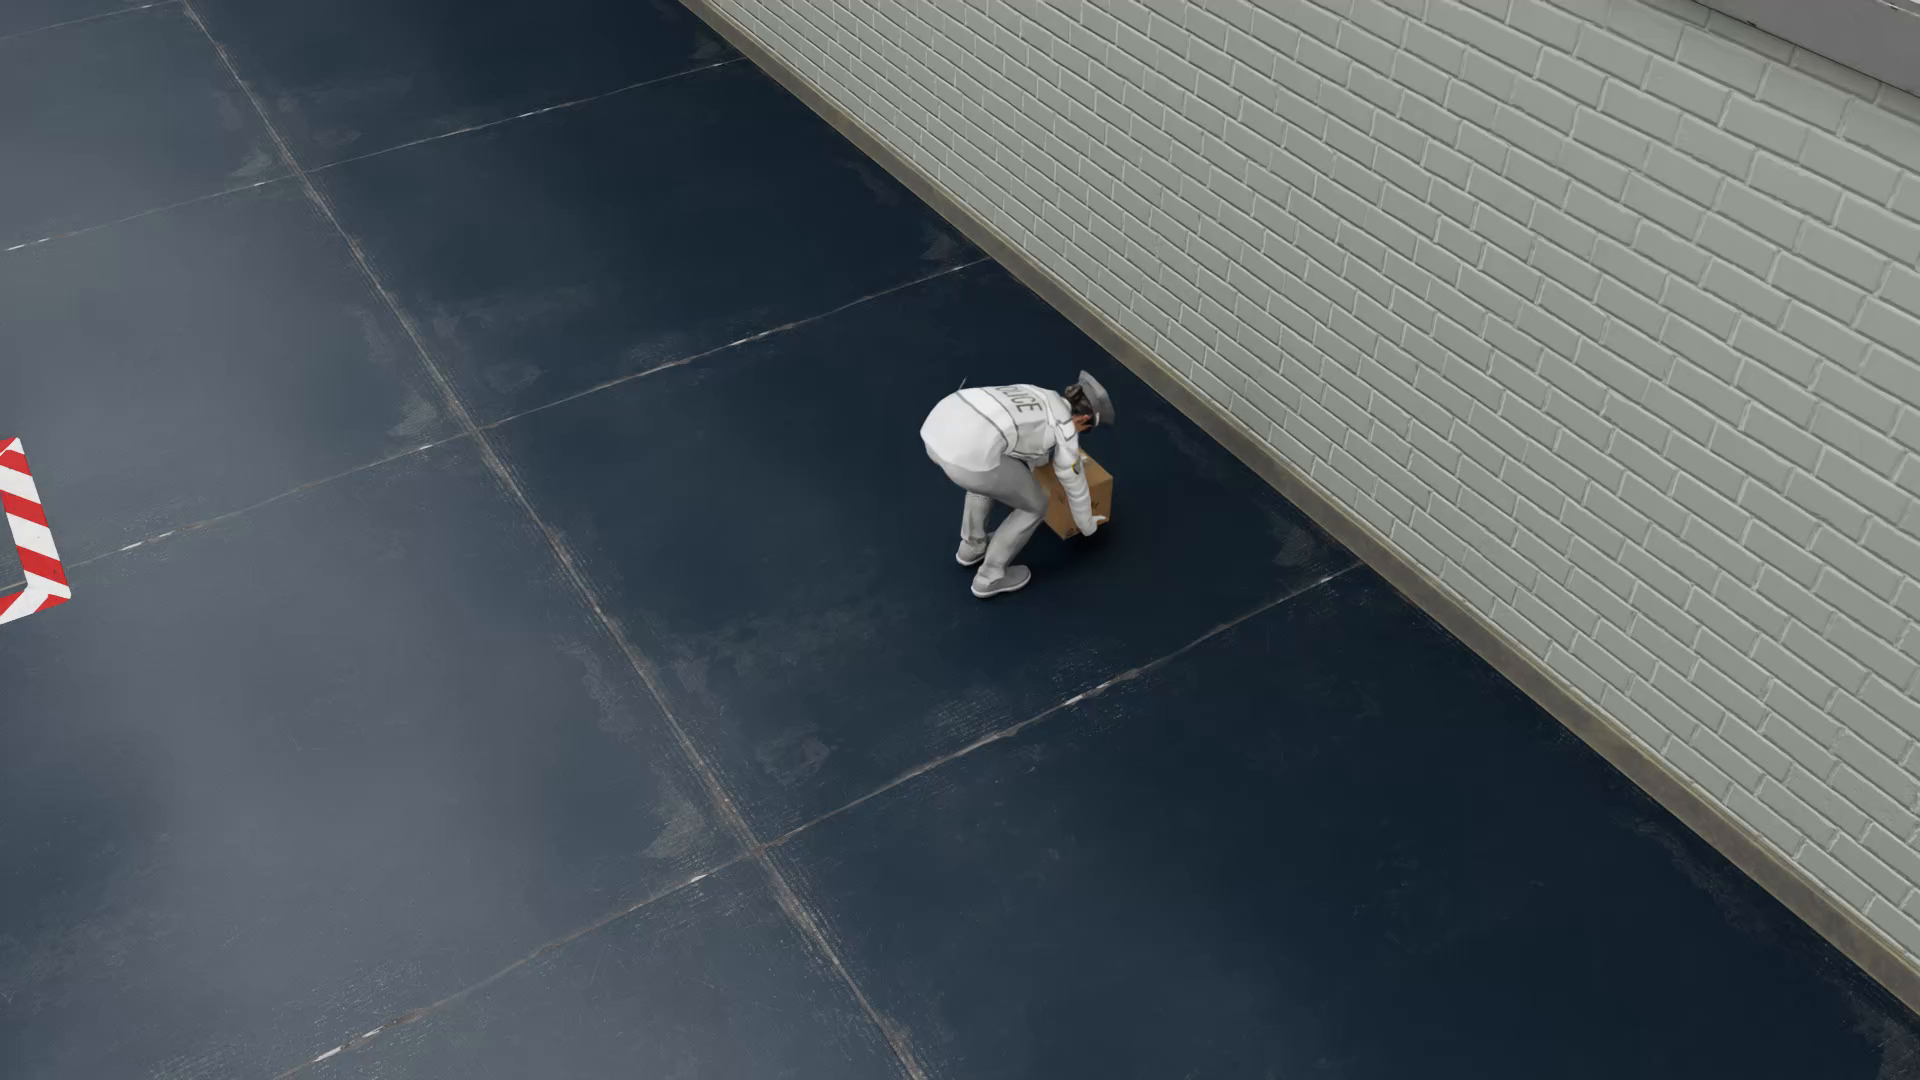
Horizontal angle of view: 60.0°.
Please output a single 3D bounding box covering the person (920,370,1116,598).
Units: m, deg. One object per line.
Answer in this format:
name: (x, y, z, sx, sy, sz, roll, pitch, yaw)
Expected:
person: (0.259, -0.282, 7.030, 0.891, 0.947, 0.437, -25, 47, -26)
